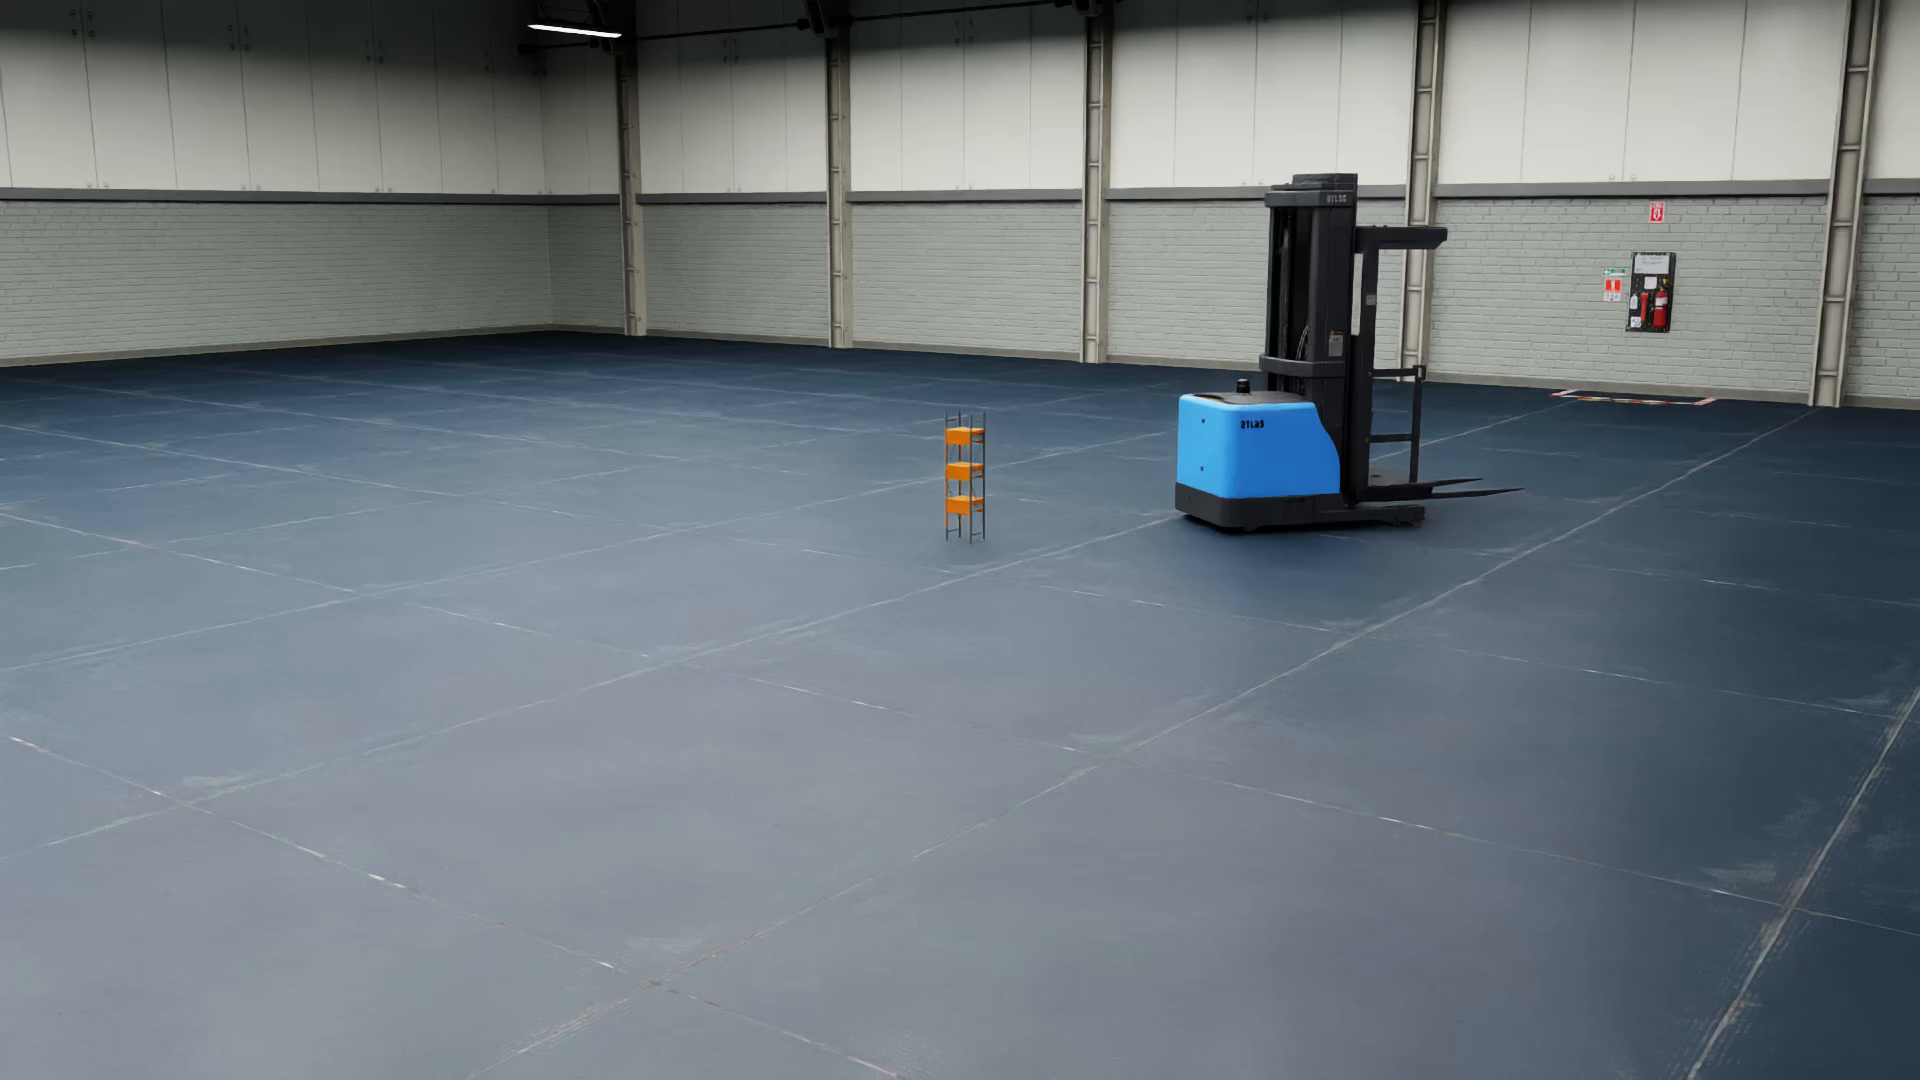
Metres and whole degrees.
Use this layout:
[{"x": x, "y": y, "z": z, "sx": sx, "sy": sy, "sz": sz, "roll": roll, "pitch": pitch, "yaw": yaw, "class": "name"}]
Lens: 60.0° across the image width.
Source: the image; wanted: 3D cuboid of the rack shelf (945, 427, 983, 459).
[{"x": 0.043, "y": -0.778, "z": 13.347, "sx": 0.240, "sy": 0.259, "sz": 0.215, "roll": 8, "pitch": 13, "yaw": 36, "class": "rack shelf"}]

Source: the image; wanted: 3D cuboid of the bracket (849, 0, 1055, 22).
[{"x": -0.210, "y": -9.697, "z": 30.484, "sx": 4.783, "sy": 0.066, "sz": 0.076, "roll": 8, "pitch": 13, "yaw": 36, "class": "bracket"}]

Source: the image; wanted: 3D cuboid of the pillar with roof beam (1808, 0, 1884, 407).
[{"x": 9.549, "y": -5.638, "z": 18.978, "sx": 0.400, "sy": 9.000, "sz": 9.100, "roll": 8, "pitch": 13, "yaw": 36, "class": "pillar with roof beam"}]

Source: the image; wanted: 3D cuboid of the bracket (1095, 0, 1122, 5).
[{"x": 2.549, "y": -9.312, "z": 28.495, "sx": 0.430, "sy": 0.232, "sz": 0.235, "roll": 8, "pitch": 13, "yaw": 36, "class": "bracket"}]

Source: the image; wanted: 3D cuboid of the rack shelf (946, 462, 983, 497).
[{"x": 0.043, "y": -0.499, "z": 13.401, "sx": 0.240, "sy": 0.259, "sz": 0.215, "roll": 8, "pitch": 13, "yaw": 36, "class": "rack shelf"}]

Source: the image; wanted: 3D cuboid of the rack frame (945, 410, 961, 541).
[{"x": -0.055, "y": -0.523, "z": 13.470, "sx": 0.008, "sy": 1.050, "sz": 0.200, "roll": 8, "pitch": 13, "yaw": 36, "class": "rack frame"}]

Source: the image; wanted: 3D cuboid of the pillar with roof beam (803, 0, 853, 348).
[{"x": -4.959, "y": -7.661, "z": 29.439, "sx": 0.548, "sy": 9.000, "sz": 9.100, "roll": 8, "pitch": 13, "yaw": 36, "class": "pillar with roof beam"}]

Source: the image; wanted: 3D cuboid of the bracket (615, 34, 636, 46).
[{"x": -7.123, "y": -10.661, "z": 35.468, "sx": 0.430, "sy": 0.232, "sz": 0.235, "roll": 8, "pitch": 13, "yaw": 36, "class": "bracket"}]

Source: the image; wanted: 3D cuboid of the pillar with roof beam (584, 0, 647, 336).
[{"x": -9.796, "y": -8.336, "z": 32.926, "sx": 0.548, "sy": 9.000, "sz": 9.100, "roll": 8, "pitch": 13, "yaw": 36, "class": "pillar with roof beam"}]

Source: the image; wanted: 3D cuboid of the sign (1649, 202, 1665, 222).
[{"x": 10.180, "y": -4.789, "z": 24.284, "sx": 0.199, "sy": 0.298, "sz": 0.001, "roll": 8, "pitch": 13, "yaw": 36, "class": "sign"}]

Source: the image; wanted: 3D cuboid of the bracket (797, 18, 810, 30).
[{"x": -2.956, "y": -10.080, "z": 32.464, "sx": 0.430, "sy": 0.232, "sz": 0.235, "roll": 8, "pitch": 13, "yaw": 36, "class": "bracket"}]

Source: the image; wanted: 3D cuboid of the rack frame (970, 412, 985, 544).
[{"x": 0.141, "y": -0.496, "z": 13.328, "sx": 0.008, "sy": 1.050, "sz": 0.200, "roll": 8, "pitch": 13, "yaw": 36, "class": "rack frame"}]

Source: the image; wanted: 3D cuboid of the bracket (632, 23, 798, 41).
[{"x": -5.046, "y": -10.371, "z": 33.971, "sx": 4.783, "sy": 0.066, "sz": 0.076, "roll": 8, "pitch": 13, "yaw": 36, "class": "bracket"}]

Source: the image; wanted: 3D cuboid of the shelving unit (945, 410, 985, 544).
[{"x": 0.043, "y": -0.509, "z": 13.399, "sx": 0.252, "sy": 1.050, "sz": 0.215, "roll": 8, "pitch": 13, "yaw": 36, "class": "shelving unit"}]

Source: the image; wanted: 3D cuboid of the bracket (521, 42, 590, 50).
[{"x": -9.226, "y": -10.954, "z": 36.985, "sx": 3.189, "sy": 0.066, "sz": 0.076, "roll": 8, "pitch": 13, "yaw": 36, "class": "bracket"}]

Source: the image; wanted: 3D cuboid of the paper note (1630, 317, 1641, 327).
[{"x": 10.026, "y": -3.233, "z": 24.662, "sx": 0.142, "sy": 0.148, "sz": 0.016, "roll": 8, "pitch": 13, "yaw": 36, "class": "paper note"}]

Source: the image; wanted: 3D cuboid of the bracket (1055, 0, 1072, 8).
[{"x": 1.880, "y": -9.405, "z": 28.977, "sx": 0.430, "sy": 0.232, "sz": 0.235, "roll": 8, "pitch": 13, "yaw": 36, "class": "bracket"}]

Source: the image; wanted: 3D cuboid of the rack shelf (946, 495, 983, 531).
[{"x": 0.043, "y": -0.226, "z": 13.454, "sx": 0.240, "sy": 0.259, "sz": 0.215, "roll": 8, "pitch": 13, "yaw": 36, "class": "rack shelf"}]

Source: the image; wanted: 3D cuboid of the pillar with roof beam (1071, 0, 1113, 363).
[{"x": -0.123, "y": -6.987, "z": 25.952, "sx": 0.548, "sy": 9.000, "sz": 9.100, "roll": 8, "pitch": 13, "yaw": 36, "class": "pillar with roof beam"}]

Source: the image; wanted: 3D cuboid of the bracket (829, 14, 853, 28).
[{"x": -2.287, "y": -9.986, "z": 31.981, "sx": 0.430, "sy": 0.232, "sz": 0.235, "roll": 8, "pitch": 13, "yaw": 36, "class": "bracket"}]

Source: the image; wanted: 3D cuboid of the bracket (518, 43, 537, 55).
[{"x": -9.702, "y": -11.021, "z": 37.328, "sx": 0.430, "sy": 0.232, "sz": 0.235, "roll": 8, "pitch": 13, "yaw": 36, "class": "bracket"}]

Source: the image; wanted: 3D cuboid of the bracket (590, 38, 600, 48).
[{"x": -7.792, "y": -10.754, "z": 35.951, "sx": 0.430, "sy": 0.232, "sz": 0.235, "roll": 8, "pitch": 13, "yaw": 36, "class": "bracket"}]

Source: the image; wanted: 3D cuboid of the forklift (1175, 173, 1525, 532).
[{"x": 3.458, "y": -1.649, "z": 14.338, "sx": 3.031, "sy": 2.935, "sz": 1.130, "roll": -3, "pitch": 11, "yaw": -17, "class": "forklift"}]

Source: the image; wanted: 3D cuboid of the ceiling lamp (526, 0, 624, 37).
[{"x": -7.069, "y": -10.667, "z": 29.607, "sx": 0.800, "sy": 3.185, "sz": 2.000, "roll": 8, "pitch": 13, "yaw": 36, "class": "ceiling lamp"}]

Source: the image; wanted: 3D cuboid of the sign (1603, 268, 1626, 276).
[{"x": 9.741, "y": -3.989, "z": 24.761, "sx": 0.331, "sy": 0.109, "sz": 0.001, "roll": 8, "pitch": 13, "yaw": 36, "class": "sign"}]

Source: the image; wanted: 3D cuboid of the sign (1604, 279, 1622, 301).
[{"x": 9.743, "y": -3.730, "z": 24.821, "sx": 0.234, "sy": 0.329, "sz": 0.001, "roll": 8, "pitch": 13, "yaw": 36, "class": "sign"}]

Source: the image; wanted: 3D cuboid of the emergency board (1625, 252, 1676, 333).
[{"x": 10.128, "y": -3.635, "z": 24.421, "sx": 0.643, "sy": 1.169, "sz": 0.194, "roll": 8, "pitch": 13, "yaw": 36, "class": "emergency board"}]

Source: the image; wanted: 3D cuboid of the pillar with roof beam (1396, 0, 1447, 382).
[{"x": 4.713, "y": -6.312, "z": 22.465, "sx": 0.400, "sy": 9.000, "sz": 9.100, "roll": 8, "pitch": 13, "yaw": 36, "class": "pillar with roof beam"}]
